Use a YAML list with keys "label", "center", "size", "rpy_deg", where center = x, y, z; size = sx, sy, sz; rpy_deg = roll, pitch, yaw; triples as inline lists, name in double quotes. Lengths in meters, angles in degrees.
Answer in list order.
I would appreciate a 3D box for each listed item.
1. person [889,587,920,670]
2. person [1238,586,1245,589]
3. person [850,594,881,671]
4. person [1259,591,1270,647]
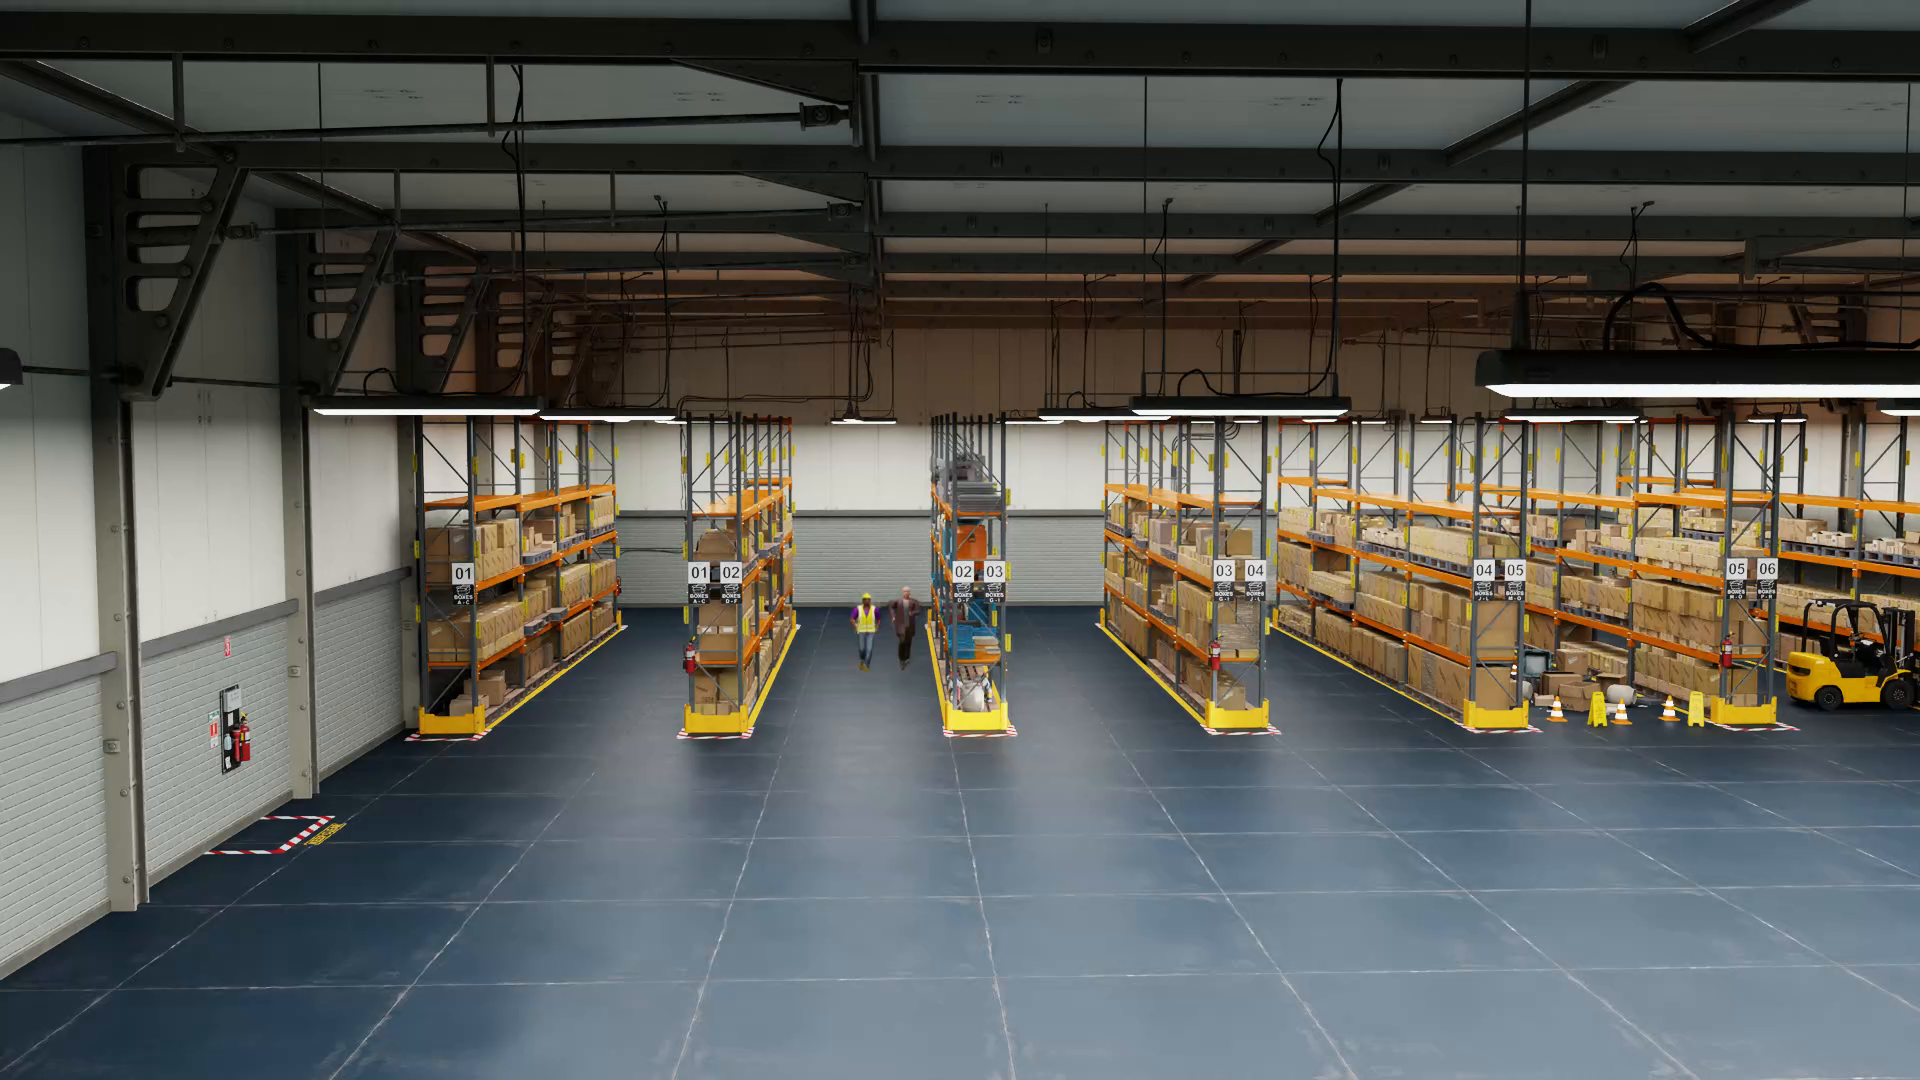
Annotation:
- label: "person"
  center: [-1.234, 1.999, 37.742]
  size: [0.671, 1.876, 0.777]
  rpy_deg: [-1, 4, -12]
- label: "person"
  center: [7.841, 1.717, 47.028]
  size: [0.616, 1.642, 0.841]
  rpy_deg: [1, 4, 20]
- label: "person"
  center: [-2.080, 2.054, 36.929]
  size: [0.683, 1.736, 0.529]
  rpy_deg: [-1, 4, -7]
- label: "person"
  center: [7.857, 1.963, 43.525]
  size: [0.587, 1.698, 0.757]
  rpy_deg: [-1, 4, -7]
